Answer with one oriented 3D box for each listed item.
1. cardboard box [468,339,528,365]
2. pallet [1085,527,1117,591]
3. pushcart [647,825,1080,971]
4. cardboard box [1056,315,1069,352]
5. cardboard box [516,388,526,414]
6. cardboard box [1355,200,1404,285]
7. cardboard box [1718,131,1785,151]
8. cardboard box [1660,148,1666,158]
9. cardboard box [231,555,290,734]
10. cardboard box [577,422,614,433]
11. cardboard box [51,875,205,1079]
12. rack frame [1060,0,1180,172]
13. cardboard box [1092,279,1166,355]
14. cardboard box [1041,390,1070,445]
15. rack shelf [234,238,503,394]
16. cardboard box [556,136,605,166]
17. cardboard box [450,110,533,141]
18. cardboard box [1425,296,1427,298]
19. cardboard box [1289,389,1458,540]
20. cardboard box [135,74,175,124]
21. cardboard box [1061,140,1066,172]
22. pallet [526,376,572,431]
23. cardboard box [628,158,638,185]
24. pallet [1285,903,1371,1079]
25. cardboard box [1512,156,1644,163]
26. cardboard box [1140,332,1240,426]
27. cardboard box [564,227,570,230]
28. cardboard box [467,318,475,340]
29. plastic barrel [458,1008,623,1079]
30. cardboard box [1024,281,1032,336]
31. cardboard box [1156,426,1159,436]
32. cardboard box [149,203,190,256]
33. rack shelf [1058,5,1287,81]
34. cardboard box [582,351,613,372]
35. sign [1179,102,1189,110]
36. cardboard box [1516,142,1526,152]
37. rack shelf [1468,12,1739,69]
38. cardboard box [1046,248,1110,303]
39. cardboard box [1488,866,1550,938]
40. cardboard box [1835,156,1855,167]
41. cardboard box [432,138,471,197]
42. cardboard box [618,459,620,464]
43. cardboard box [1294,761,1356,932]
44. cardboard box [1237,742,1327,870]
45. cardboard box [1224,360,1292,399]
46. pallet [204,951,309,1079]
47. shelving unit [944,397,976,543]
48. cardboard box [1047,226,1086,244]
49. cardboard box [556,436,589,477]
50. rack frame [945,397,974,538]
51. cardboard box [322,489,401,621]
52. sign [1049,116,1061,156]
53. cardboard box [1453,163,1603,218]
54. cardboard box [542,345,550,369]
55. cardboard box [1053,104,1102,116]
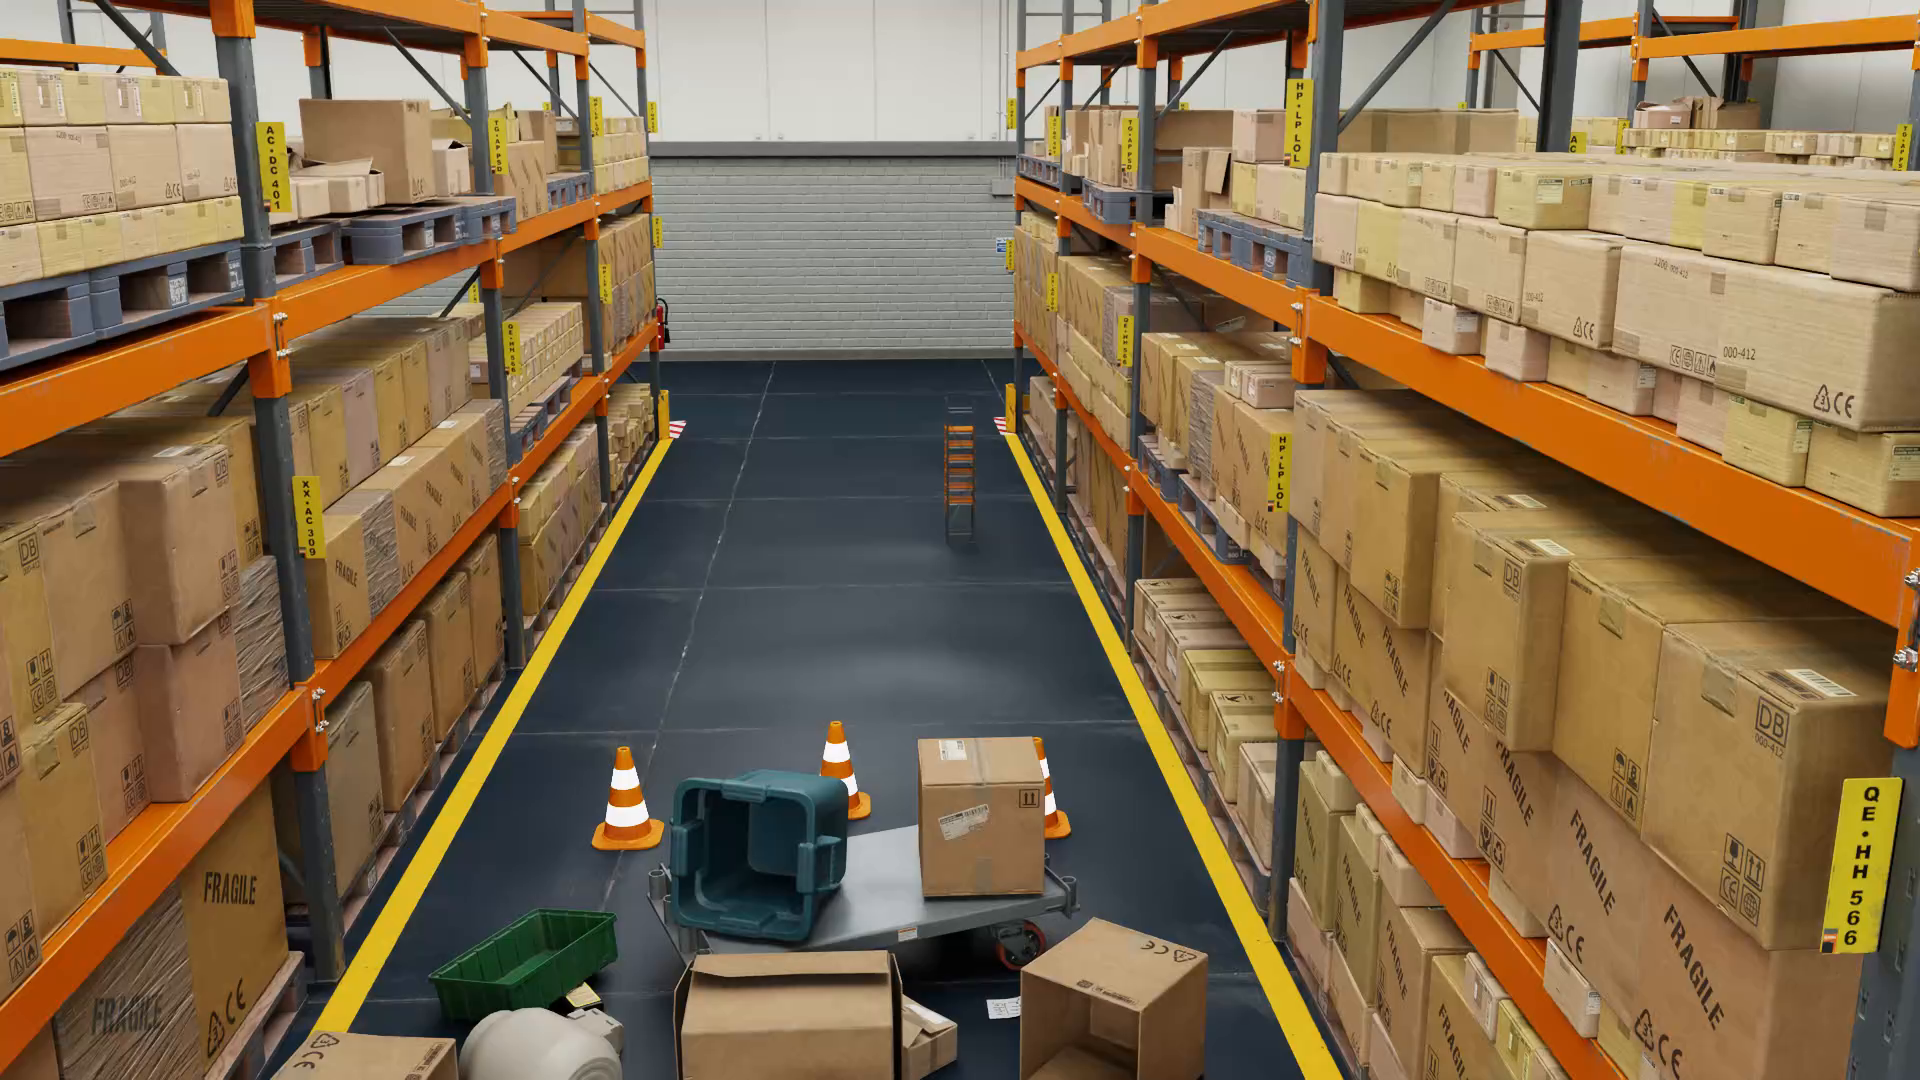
[{"bbox_3d":[-3.206,-1.297,11.514,0.380,0.149,0.250,-1,15,-6],"label":"cardboard box"},{"bbox_3d":[1.563,0.134,13.083,1.003,0.211,1.213,-1,14,-3],"label":"pallet"},{"bbox_3d":[-0.415,1.596,7.067,1.648,0.377,0.936,-6,16,-23],"label":"pushcart"},{"bbox_3d":[1.107,-1.767,14.173,0.500,0.250,0.500,-1,14,-5],"label":"cardboard box"},{"bbox_3d":[-3.185,-0.945,11.341,0.380,0.149,0.250,0,14,-1],"label":"cardboard box"},{"bbox_3d":[1.652,-1.004,5.594,0.500,0.250,0.500,-1,14,-4],"label":"cardboard box"},{"bbox_3d":[6.050,-3.053,12.716,0.380,0.149,0.250,-1,14,-3],"label":"cardboard box"},{"bbox_3d":[6.032,-3.165,13.749,0.380,0.149,0.250,-1,14,-3],"label":"cardboard box"},{"bbox_3d":[-3.042,0.399,6.156,0.875,0.550,0.550,-1,14,-3],"label":"cardboard box"},{"bbox_3d":[-3.449,-1.006,15.600,0.380,0.149,0.250,-1,14,-5],"label":"cardboard box"},{"bbox_3d":[-3.048,1.587,5.260,0.875,0.875,0.875,-1,14,-3],"label":"cardboard box"},{"bbox_3d":[1.361,-4.617,13.911,1.000,3.000,0.127,-1,14,-3],"label":"rack frame"},{"bbox_3d":[1.252,-1.625,12.115,0.500,0.500,0.500,-1,14,-3],"label":"cardboard box"},{"bbox_3d":[1.319,-1.279,17.276,0.875,0.438,0.875,0,14,-2],"label":"cardboard box"},{"bbox_3d":[-3.201,-1.222,8.180,1.077,0.370,4.000,-1,14,-3],"label":"rack shelf"},{"bbox_3d":[-3.363,-3.356,14.326,0.500,0.250,0.500,0,14,-2],"label":"cardboard box"},{"bbox_3d":[-3.608,-2.930,12.324,0.797,0.503,0.637,-1,14,-4],"label":"cardboard box"},{"bbox_3d":[1.699,-0.716,5.275,0.380,0.149,0.250,-1,14,-5],"label":"cardboard box"},{"bbox_3d":[1.668,-0.286,6.313,0.700,0.500,0.500,-1,14,-4],"label":"cardboard box"},{"bbox_3d":[-2.706,-1.378,5.203,0.380,0.149,0.250,-1,14,-4],"label":"cardboard box"},{"bbox_3d":[1.043,-3.173,13.745,0.396,0.266,0.258,-1,14,-4],"label":"cardboard box"},{"bbox_3d":[-3.488,-1.014,12.332,1.003,0.211,1.213,-1,14,-3],"label":"pallet"},{"bbox_3d":[-3.472,-3.625,16.378,0.500,0.250,0.500,0,14,-1],"label":"cardboard box"},{"bbox_3d":[1.934,1.795,6.626,1.003,0.211,1.213,-1,14,-3],"label":"pallet"},{"bbox_3d":[2.114,-1.234,5.687,0.380,0.149,0.250,-1,14,-2],"label":"cardboard box"},{"bbox_3d":[1.406,-0.997,10.241,0.500,0.500,0.500,-1,14,-5],"label":"cardboard box"},{"bbox_3d":[-3.927,-2.655,15.523,0.500,0.500,0.500,-1,14,-2],"label":"cardboard box"},{"bbox_3d":[-3.941,-1.616,12.754,0.380,0.149,0.250,-1,14,-4],"label":"cardboard box"},{"bbox_3d":[-1.476,1.886,5.848,0.512,0.421,0.421,10,18,35],"label":"plastic barrel"},{"bbox_3d":[0.930,-2.379,17.051,0.500,0.500,0.500,-1,14,-4],"label":"cardboard box"},{"bbox_3d":[1.444,-0.715,10.446,0.380,0.149,0.250,-2,15,-7],"label":"cardboard box"},{"bbox_3d":[-2.702,-0.991,5.298,0.380,0.149,0.250,-1,14,-3],"label":"cardboard box"},{"bbox_3d":[1.485,-3.577,12.117,1.077,0.370,4.000,-1,14,-3],"label":"rack shelf"},{"bbox_3d":[-3.264,-1.564,14.589,0.380,0.149,0.250,0,14,-1],"label":"cardboard box"},{"bbox_3d":[1.902,-3.578,14.223,0.100,0.325,0.005,-1,14,-3],"label":"sign"},{"bbox_3d":[5.894,-3.940,17.003,0.500,0.250,0.500,-1,14,-5],"label":"cardboard box"},{"bbox_3d":[6.191,-4.842,16.236,1.077,0.370,4.000,-1,14,-3],"label":"rack shelf"},{"bbox_3d":[1.057,-2.357,14.961,0.500,0.500,0.500,-1,14,-4],"label":"cardboard box"},{"bbox_3d":[1.719,0.988,4.671,0.380,0.149,0.250,-1,14,-4],"label":"cardboard box"},{"bbox_3d":[6.314,-2.582,11.524,0.380,0.149,0.250,-1,14,-2],"label":"cardboard box"},{"bbox_3d":[-2.961,-2.021,8.978,0.500,0.311,0.500,-1,14,-3],"label":"cardboard box"},{"bbox_3d":[-3.358,-0.655,15.432,0.380,0.149,0.250,-1,14,-4],"label":"cardboard box"},{"bbox_3d":[1.624,1.194,6.536,0.500,0.500,0.500,0,14,-1],"label":"cardboard box"},{"bbox_3d":[1.822,1.217,7.708,0.950,0.372,0.625,-1,14,-3],"label":"cardboard box"},{"bbox_3d":[1.507,-0.782,8.105,0.380,0.149,0.250,-2,15,-6],"label":"cardboard box"},{"bbox_3d":[-3.108,1.920,6.139,1.003,0.211,1.213,-1,14,-3],"label":"pallet"},{"bbox_3d":[0.001,-0.577,13.863,0.258,1.200,0.189,-1,14,-3],"label":"shelving unit"},{"bbox_3d":[1.026,-2.884,15.706,0.380,0.149,0.250,-1,14,-4],"label":"cardboard box"},{"bbox_3d":[-3.256,-0.657,13.227,0.500,0.250,0.500,0,14,-1],"label":"cardboard box"},{"bbox_3d":[-0.005,-0.600,13.951,0.240,1.200,0.006,-1,14,-3],"label":"rack frame"},{"bbox_3d":[-2.873,0.071,7.531,0.500,0.500,0.500,-1,14,-3],"label":"cardboard box"},{"bbox_3d":[0.808,-3.444,14.176,0.100,0.325,0.005,-1,14,-3],"label":"sign"},{"bbox_3d":[1.686,-1.033,4.904,0.380,0.149,0.250,-1,14,-4],"label":"cardboard box"},{"bbox_3d":[-3.256,-1.352,12.324,0.380,0.149,0.250,0,14,-1],"label":"cardboard box"},{"bbox_3d":[1.246,-3.801,15.509,0.797,0.503,0.637,0,14,1],"label":"cardboard box"}]
